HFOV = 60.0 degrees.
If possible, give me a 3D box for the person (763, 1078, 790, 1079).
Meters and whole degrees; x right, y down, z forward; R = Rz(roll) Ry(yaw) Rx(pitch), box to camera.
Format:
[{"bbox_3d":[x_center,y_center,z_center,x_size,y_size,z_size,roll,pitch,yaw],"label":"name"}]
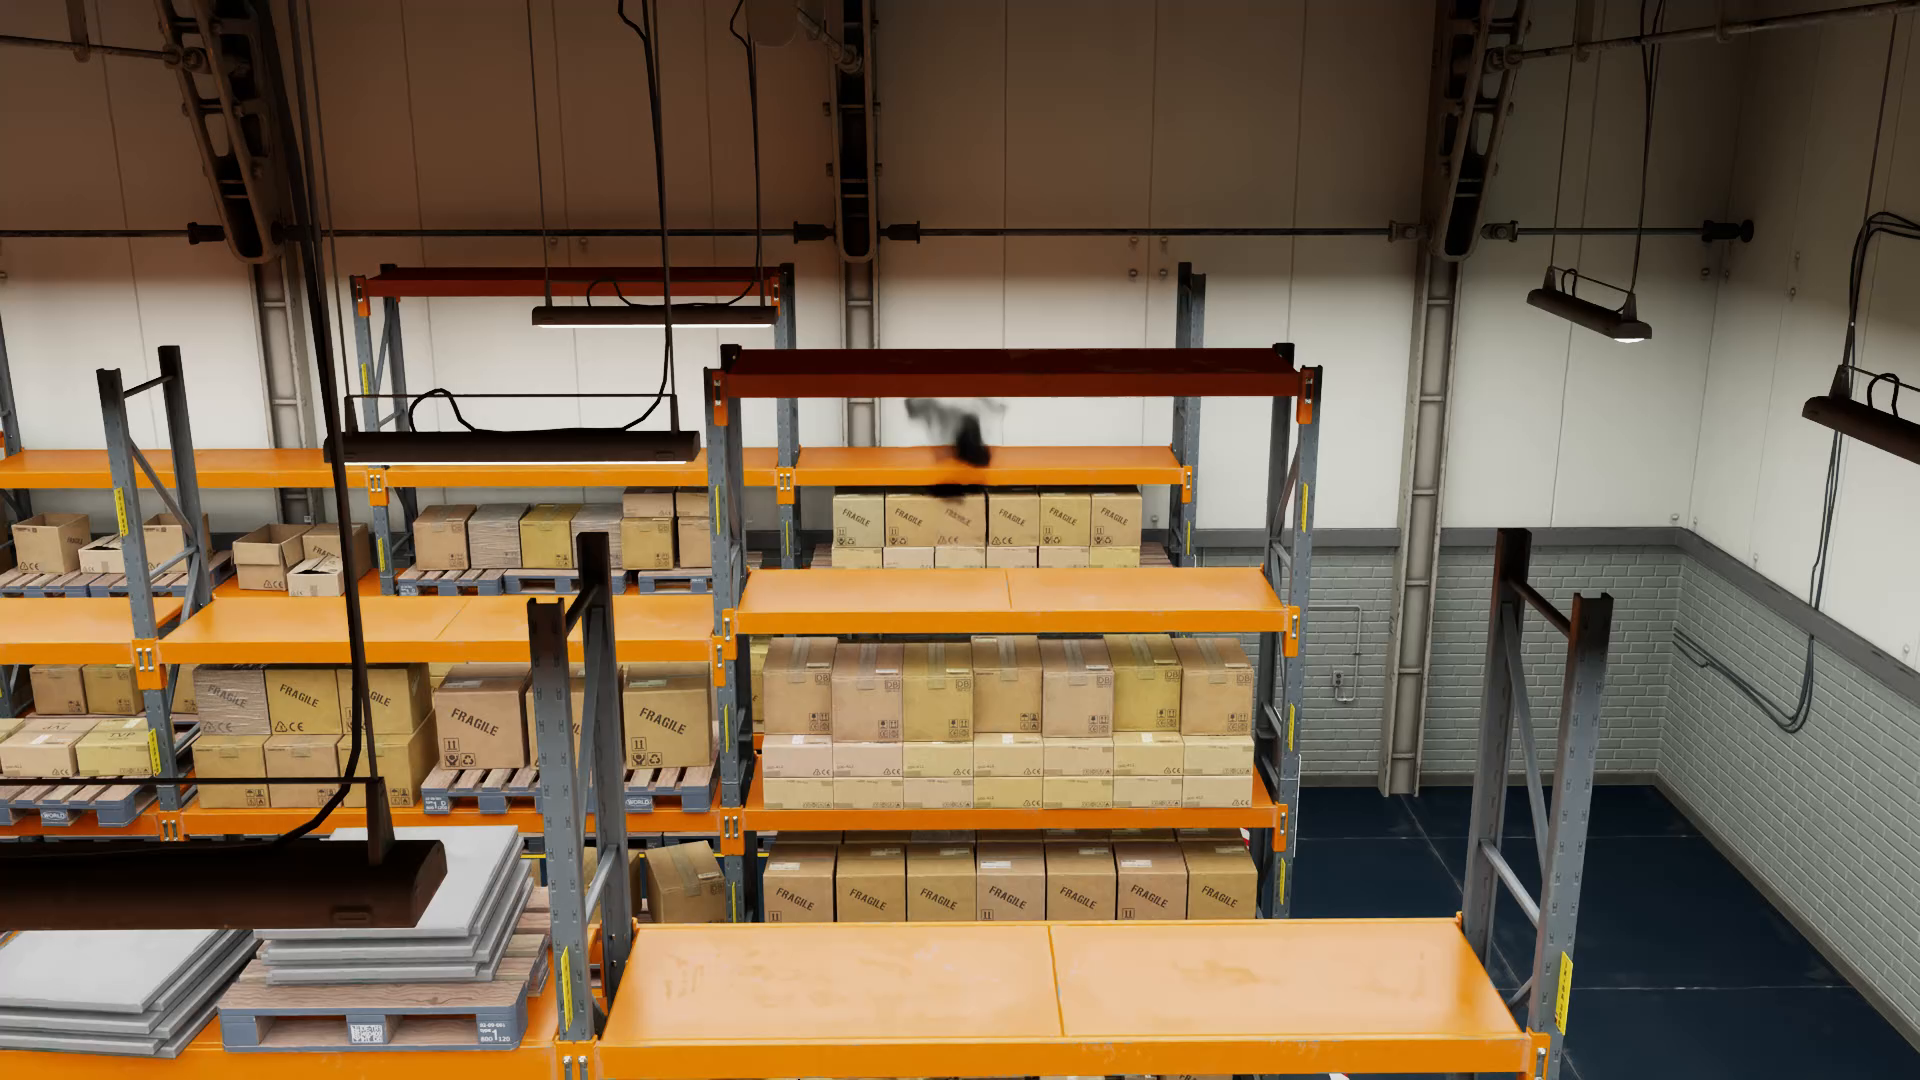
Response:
[{"bbox_3d":[-1.185,4.257,10.849,0.776,1.784,0.628,-4,17,-14],"label":"person"}]
